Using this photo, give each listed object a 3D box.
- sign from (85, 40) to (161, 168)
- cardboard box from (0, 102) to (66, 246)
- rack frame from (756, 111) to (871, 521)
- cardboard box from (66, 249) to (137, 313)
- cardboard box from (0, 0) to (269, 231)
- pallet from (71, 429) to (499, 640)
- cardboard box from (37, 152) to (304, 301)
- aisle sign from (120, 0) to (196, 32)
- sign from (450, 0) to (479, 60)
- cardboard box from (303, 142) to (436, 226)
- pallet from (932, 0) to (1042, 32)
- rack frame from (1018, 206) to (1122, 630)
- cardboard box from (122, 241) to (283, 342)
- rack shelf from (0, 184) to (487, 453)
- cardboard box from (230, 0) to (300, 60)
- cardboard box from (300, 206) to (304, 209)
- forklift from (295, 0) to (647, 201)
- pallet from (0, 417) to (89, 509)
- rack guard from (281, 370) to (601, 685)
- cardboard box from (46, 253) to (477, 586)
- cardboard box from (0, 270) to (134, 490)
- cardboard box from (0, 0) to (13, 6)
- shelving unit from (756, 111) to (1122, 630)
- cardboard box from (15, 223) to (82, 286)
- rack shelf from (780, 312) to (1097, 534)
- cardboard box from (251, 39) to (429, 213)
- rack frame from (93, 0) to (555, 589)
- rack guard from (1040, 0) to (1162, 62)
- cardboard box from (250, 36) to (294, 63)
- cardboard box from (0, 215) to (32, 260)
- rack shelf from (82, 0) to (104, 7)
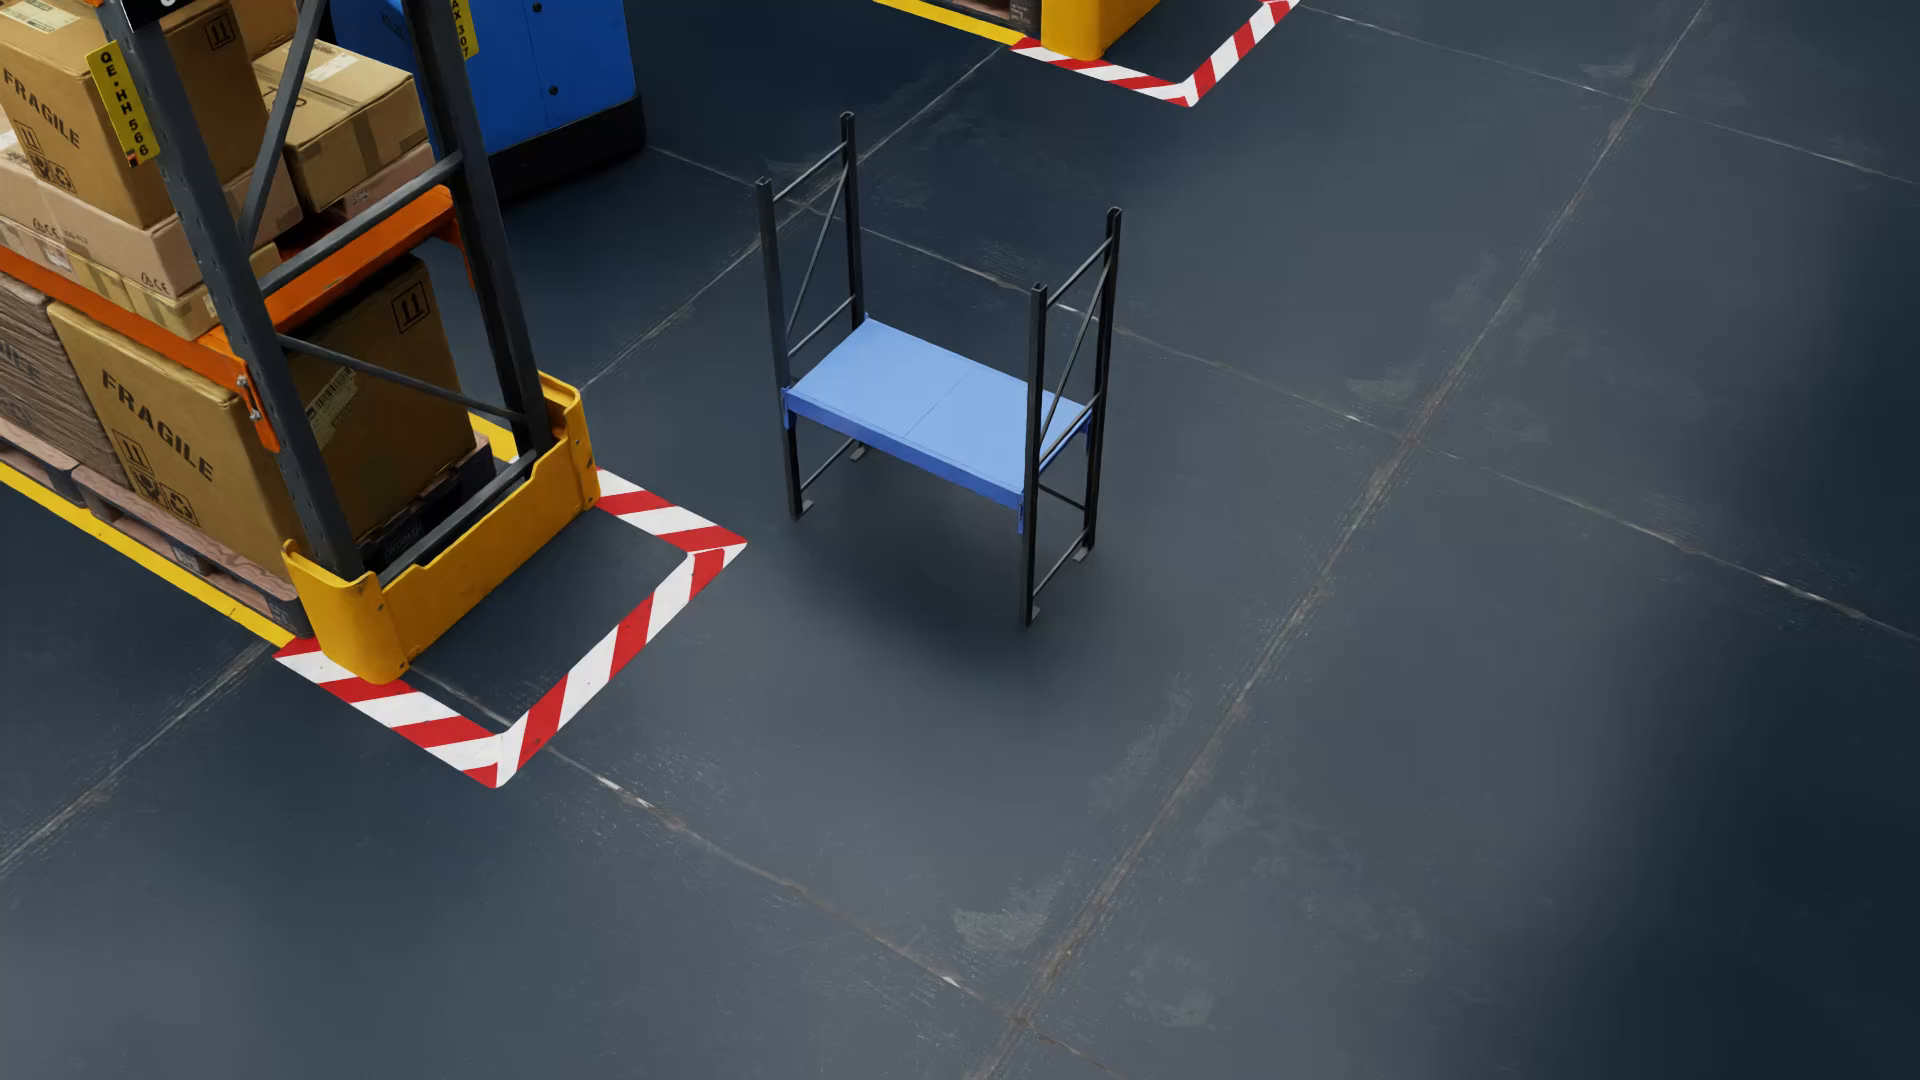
[{"bbox_3d":[-2.145,-1.117,4.272,0.005,0.325,0.100,25,51,22],"label":"sign"},{"bbox_3d":[-2.818,-1.229,5.250,0.500,0.250,0.500,24,50,21],"label":"cardboard box"},{"bbox_3d":[-0.500,-0.753,5.935,0.032,1.500,0.500,25,51,22],"label":"rack frame"},{"bbox_3d":[-2.537,-0.905,5.213,0.250,0.149,0.380,25,51,22],"label":"cardboard box"},{"bbox_3d":[-2.392,-1.296,4.792,0.500,0.500,0.500,25,51,23],"label":"cardboard box"},{"bbox_3d":[-2.555,-0.244,6.340,1.213,0.211,1.003,25,51,22],"label":"pallet"},{"bbox_3d":[-2.391,-1.032,5.059,0.500,0.250,0.500,24,50,22],"label":"cardboard box"},{"bbox_3d":[-1.942,-1.650,3.950,0.004,0.787,0.394,25,51,22],"label":"aisle sign"},{"bbox_3d":[-1.536,-1.615,5.069,0.005,0.325,0.100,25,51,22],"label":"sign"},{"bbox_3d":[-1.961,-1.203,5.502,0.250,0.149,0.380,25,51,23],"label":"cardboard box"},{"bbox_3d":[0.161,-3.314,9.324,1.213,0.211,1.003,25,51,22],"label":"pallet"},{"bbox_3d":[0.356,-0.359,5.553,0.032,1.500,0.500,25,51,22],"label":"rack frame"},{"bbox_3d":[-2.318,-0.805,5.116,0.250,0.149,0.380,26,51,23],"label":"cardboard box"},{"bbox_3d":[-3.524,-1.477,6.095,4.000,0.370,1.077,25,51,22],"label":"rack shelf"},{"bbox_3d":[-2.519,-1.809,5.290,0.500,0.500,0.500,24,50,21],"label":"cardboard box"},{"bbox_3d":[-2.178,-1.301,5.598,0.250,0.149,0.380,24,50,22],"label":"cardboard box"},{"bbox_3d":[-2.837,-3.522,7.629,1.130,2.935,3.031,-30,53,-26],"label":"forklift"},{"bbox_3d":[-3.578,-0.717,6.800,1.213,0.211,1.003,25,51,22],"label":"pallet"},{"bbox_3d":[-1.820,-0.073,5.972,0.348,0.500,1.175,25,51,22],"label":"rack guard"},{"bbox_3d":[-2.422,-0.559,5.890,0.875,0.875,0.875,25,51,22],"label":"cardboard box"},{"bbox_3d":[-3.188,-0.911,6.233,0.875,0.875,0.875,25,51,22],"label":"cardboard box"},{"bbox_3d":[-2.959,-2.006,5.482,0.500,0.500,0.500,23,50,21],"label":"cardboard box"},{"bbox_3d":[-0.072,-0.556,5.744,1.048,1.500,0.538,25,51,22],"label":"shelving unit"},{"bbox_3d":[-2.749,-1.003,5.308,0.250,0.149,0.380,25,51,22],"label":"cardboard box"},{"bbox_3d":[-0.072,-0.430,5.873,1.000,0.185,0.538,25,51,22],"label":"rack shelf"},{"bbox_3d":[-2.098,-1.354,5.371,0.500,0.250,0.500,23,50,21],"label":"cardboard box"},{"bbox_3d":[-1.840,-0.953,5.085,0.127,3.000,1.000,25,51,22],"label":"rack frame"},{"bbox_3d":[0.861,-3.071,8.885,0.348,0.500,1.175,25,51,22],"label":"rack guard"},{"bbox_3d":[-2.540,-1.551,5.563,0.500,0.250,0.500,24,51,22],"label":"cardboard box"},{"bbox_3d":[-2.959,-1.100,5.403,0.250,0.149,0.380,26,51,23],"label":"cardboard box"},{"bbox_3d":[-3.524,-2.522,5.020,4.000,0.370,1.077,25,51,22],"label":"rack shelf"}]
